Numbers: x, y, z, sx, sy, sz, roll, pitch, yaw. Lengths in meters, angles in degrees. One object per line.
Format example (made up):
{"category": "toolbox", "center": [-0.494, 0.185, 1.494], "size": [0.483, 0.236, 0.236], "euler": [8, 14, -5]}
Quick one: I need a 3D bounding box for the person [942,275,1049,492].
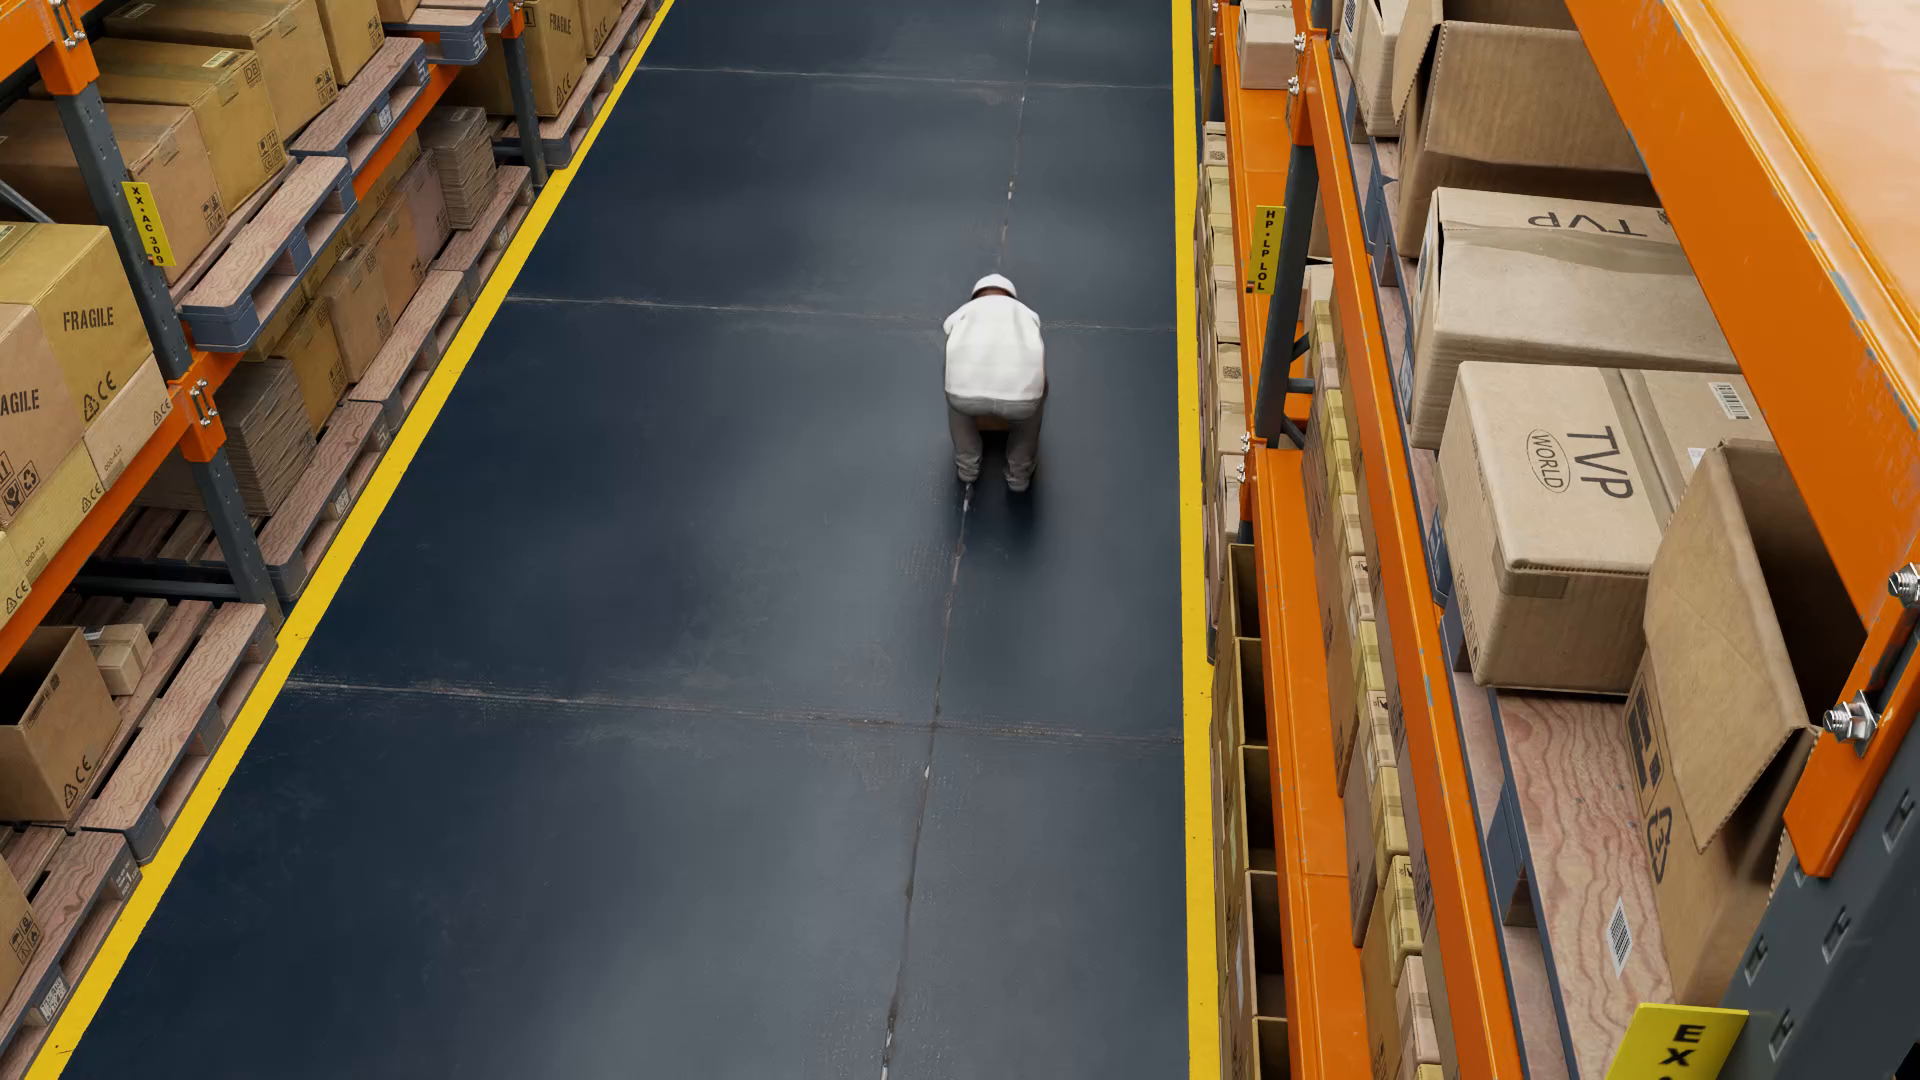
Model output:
{"category": "person", "center": [0.165, -0.756, 7.773], "size": [0.504, 0.873, 1.003], "euler": [2, 40, 2]}
